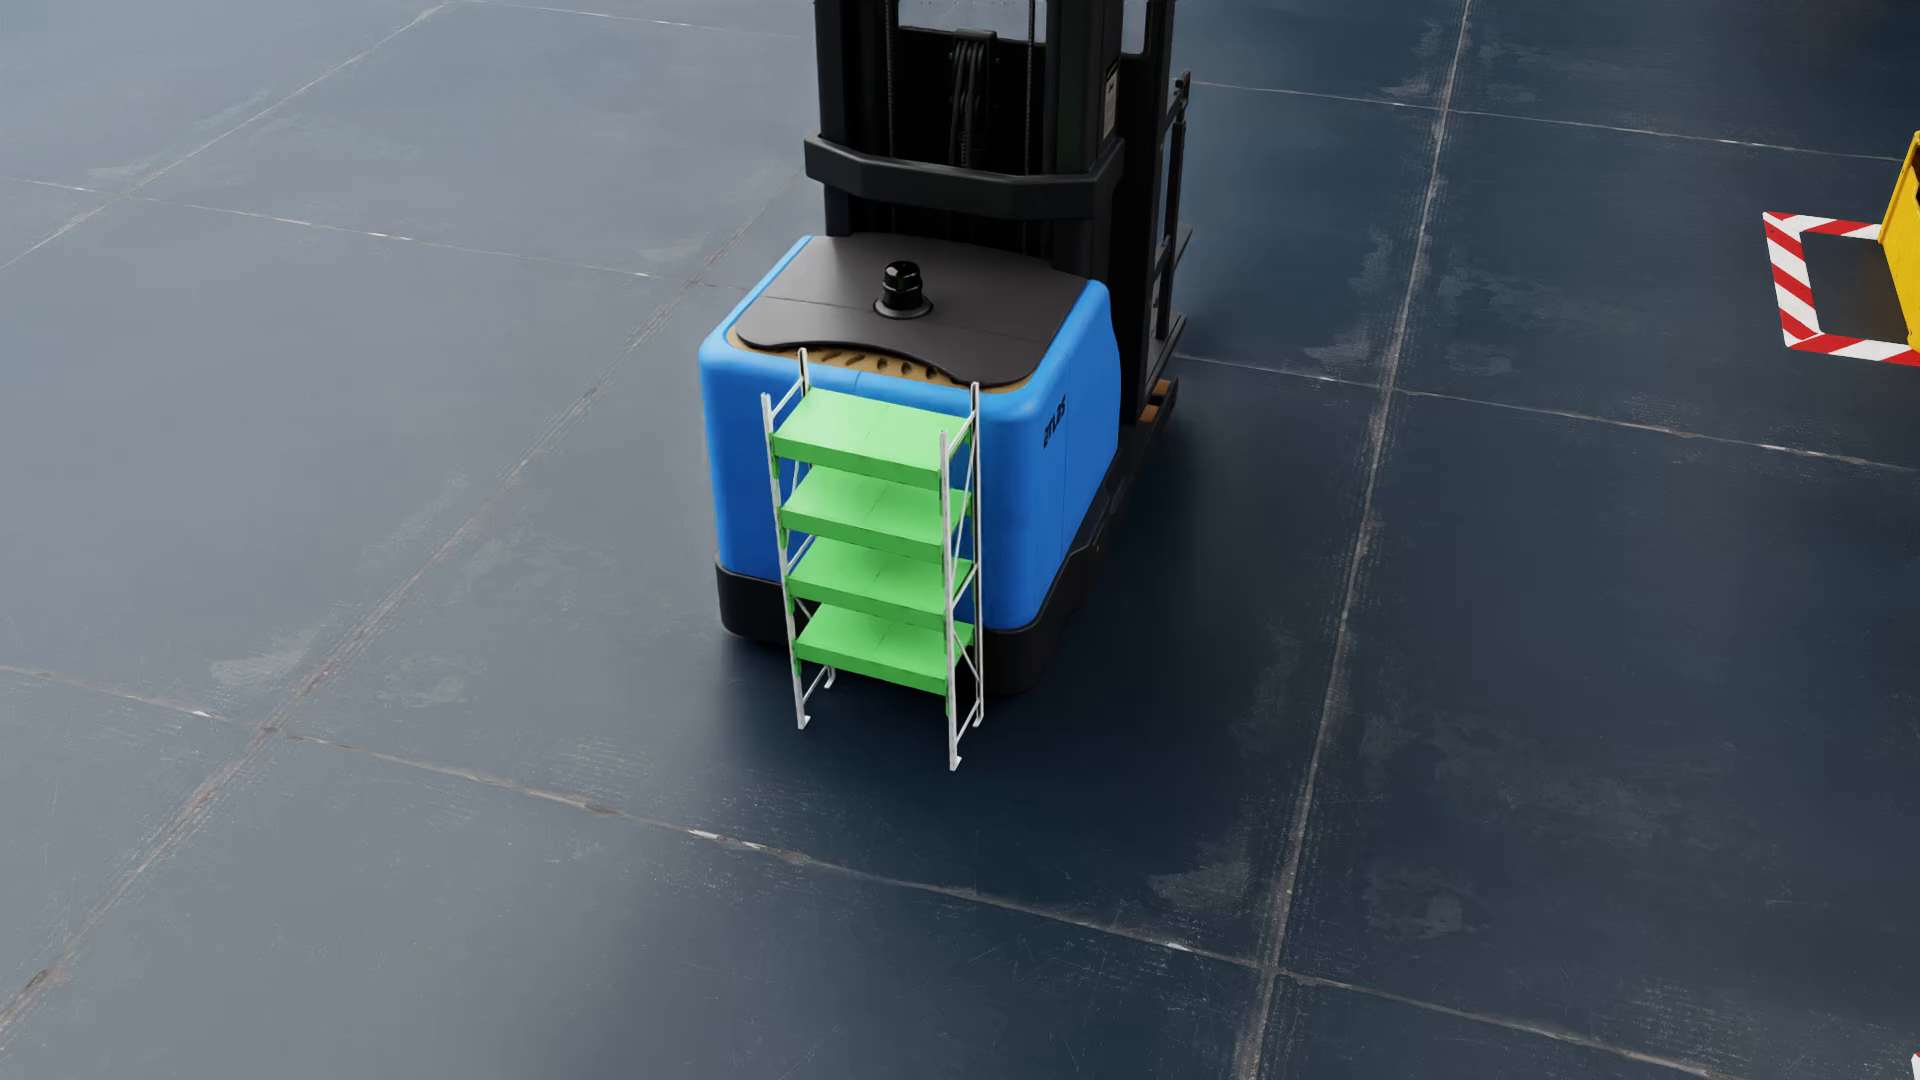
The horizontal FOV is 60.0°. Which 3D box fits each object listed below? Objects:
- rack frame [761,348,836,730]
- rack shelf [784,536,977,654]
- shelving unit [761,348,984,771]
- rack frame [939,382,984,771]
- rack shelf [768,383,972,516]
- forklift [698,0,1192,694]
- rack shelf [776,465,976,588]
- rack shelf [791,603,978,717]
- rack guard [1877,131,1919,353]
[{"bbox_3d":[-0.445,0.030,4.687,0.015,1.200,0.240,13,41,17],"label":"rack frame"},{"bbox_3d":[-0.217,0.131,4.656,0.480,0.148,0.258,13,41,17],"label":"rack shelf"},{"bbox_3d":[-0.218,0.082,4.616,0.503,1.200,0.258,13,41,17],"label":"shelving unit"},{"bbox_3d":[0.010,0.134,4.545,0.015,1.200,0.240,13,41,17],"label":"rack frame"},{"bbox_3d":[-0.226,-0.242,4.354,0.480,0.148,0.258,13,41,17],"label":"rack shelf"},{"bbox_3d":[0.197,-1.591,5.439,1.130,2.935,3.031,11,38,15],"label":"forklift"},{"bbox_3d":[-0.221,-0.055,4.505,0.480,0.148,0.258,13,41,17],"label":"rack shelf"},{"bbox_3d":[-0.212,0.318,4.807,0.480,0.148,0.258,13,41,17],"label":"rack shelf"},{"bbox_3d":[4.222,-1.263,7.045,0.348,0.500,1.175,10,38,14],"label":"rack guard"}]
